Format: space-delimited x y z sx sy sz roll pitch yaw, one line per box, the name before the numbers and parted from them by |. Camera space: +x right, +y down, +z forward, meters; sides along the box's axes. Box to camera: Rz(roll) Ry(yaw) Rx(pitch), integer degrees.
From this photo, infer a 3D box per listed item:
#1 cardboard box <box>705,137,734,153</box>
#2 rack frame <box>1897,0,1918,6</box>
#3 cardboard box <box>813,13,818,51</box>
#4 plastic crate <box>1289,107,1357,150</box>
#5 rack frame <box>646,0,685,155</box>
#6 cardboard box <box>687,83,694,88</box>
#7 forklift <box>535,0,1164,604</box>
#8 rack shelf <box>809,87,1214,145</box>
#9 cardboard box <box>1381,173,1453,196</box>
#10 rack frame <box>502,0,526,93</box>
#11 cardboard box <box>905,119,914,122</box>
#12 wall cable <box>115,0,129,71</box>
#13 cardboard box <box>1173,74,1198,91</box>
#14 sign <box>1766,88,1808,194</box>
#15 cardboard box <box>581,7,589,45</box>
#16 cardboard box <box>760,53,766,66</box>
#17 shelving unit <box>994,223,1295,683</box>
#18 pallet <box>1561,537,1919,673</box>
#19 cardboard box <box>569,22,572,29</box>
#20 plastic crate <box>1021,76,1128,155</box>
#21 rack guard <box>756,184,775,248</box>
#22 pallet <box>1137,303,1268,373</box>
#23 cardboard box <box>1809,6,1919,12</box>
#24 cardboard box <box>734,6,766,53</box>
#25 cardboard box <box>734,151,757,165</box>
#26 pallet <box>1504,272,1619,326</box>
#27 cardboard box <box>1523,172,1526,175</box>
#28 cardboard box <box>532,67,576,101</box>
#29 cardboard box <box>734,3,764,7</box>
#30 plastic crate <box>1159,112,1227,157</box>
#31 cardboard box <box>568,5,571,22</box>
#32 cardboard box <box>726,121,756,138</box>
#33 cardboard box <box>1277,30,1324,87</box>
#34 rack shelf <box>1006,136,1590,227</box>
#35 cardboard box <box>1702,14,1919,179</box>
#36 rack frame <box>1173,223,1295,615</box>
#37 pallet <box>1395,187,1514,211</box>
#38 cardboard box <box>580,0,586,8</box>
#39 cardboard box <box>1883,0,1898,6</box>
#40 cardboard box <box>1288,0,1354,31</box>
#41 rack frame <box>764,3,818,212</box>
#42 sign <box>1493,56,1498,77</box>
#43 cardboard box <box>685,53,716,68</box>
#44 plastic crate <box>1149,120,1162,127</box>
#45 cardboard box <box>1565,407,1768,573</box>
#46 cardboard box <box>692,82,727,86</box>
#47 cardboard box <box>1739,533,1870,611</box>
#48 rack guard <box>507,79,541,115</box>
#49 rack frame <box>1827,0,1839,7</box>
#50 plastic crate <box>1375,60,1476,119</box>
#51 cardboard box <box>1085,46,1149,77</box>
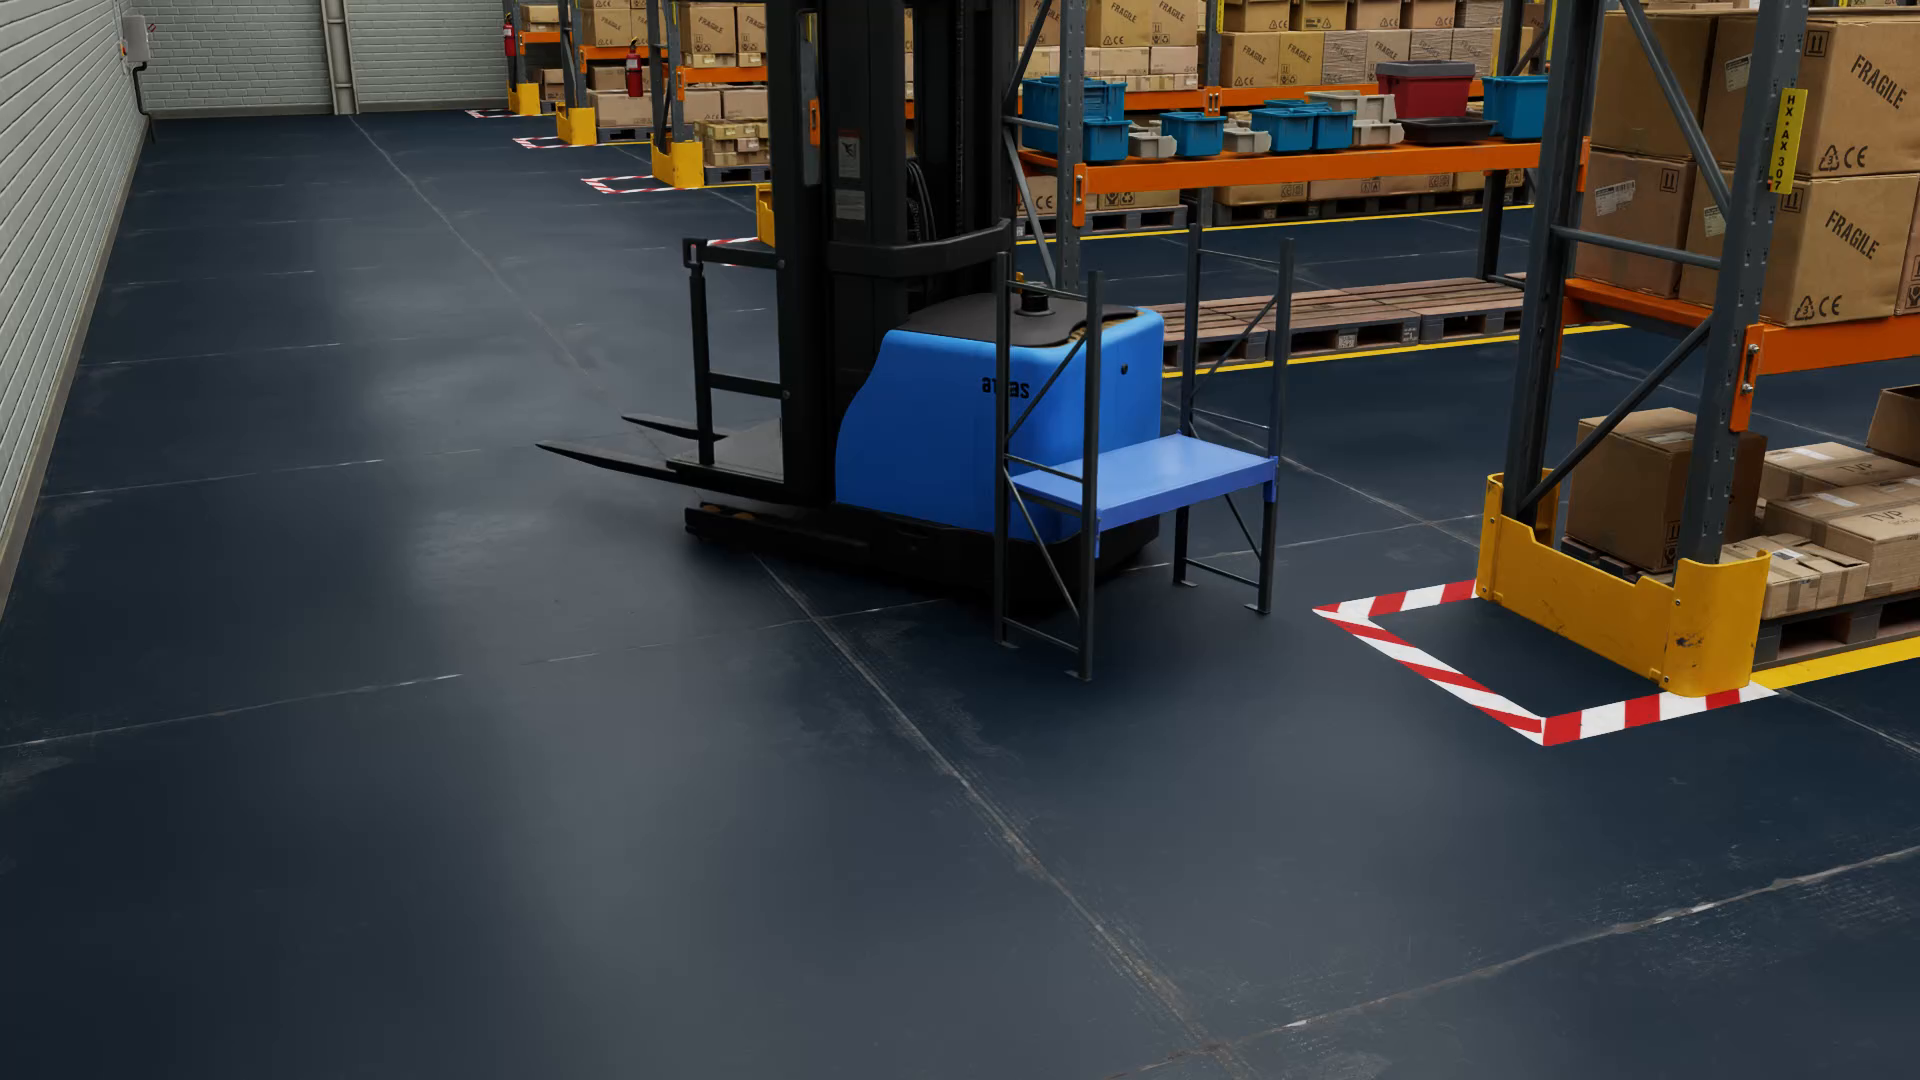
cardboard box | -2.775 -4.568 19.192 0.250 0.149 0.380 -7 21 -20
rack frame | 7.822 -3.600 13.230 0.127 3.000 1.000 -8 21 -22
cardboard box | -1.143 -4.625 14.791 0.500 0.500 0.500 -8 21 -21
plastic crate | 2.318 -2.642 10.670 0.300 0.233 0.416 -8 21 -22
rack frame | -3.358 -5.584 18.864 0.127 3.000 1.000 -8 21 -22
cardboard box | -4.806 -7.901 29.105 0.250 0.149 0.380 -8 21 -23
forklift | -0.639 -1.474 7.295 3.031 2.935 1.130 12 23 30
rack shelf | 0.350 -3.982 15.397 4.000 0.370 1.077 -8 21 -22
cardboard box | 4.396 -4.107 17.236 0.875 0.875 1.225 -8 21 -22
rack frame | -7.381 -8.593 27.411 0.127 3.000 1.000 -8 21 -22
cardboard box | -0.094 -3.482 15.462 0.875 0.875 0.875 -8 21 -22
wall cable | -11.152 -7.241 22.042 0.122 1.984 0.588 -8 21 -22
cardboard box | 2.037 -4.326 15.669 0.250 0.149 0.380 -8 21 -22
sign | 2.650 -1.279 5.336 0.005 0.325 0.100 -8 21 -22
cardboard box | -5.073 -7.271 23.506 0.500 0.500 0.500 -8 21 -22
cardboard box | -2.261 -5.549 19.144 0.250 0.149 0.380 -7 21 -19
shelving unit | 0.690 -0.363 6.295 1.048 1.500 0.538 -16 25 -38
pallet | 3.236 0.164 6.740 1.213 0.211 1.003 -8 21 -22
cardboard box | -6.528 -8.527 27.601 0.250 0.149 0.380 -8 21 -23
plastic crate | 0.709 -2.694 10.512 0.499 0.435 0.616 -8 21 -22
rack guard | -1.508 -2.876 14.937 0.348 0.500 1.175 -8 21 -22
pallet | 1.248 -1.329 10.978 1.213 0.211 1.003 -8 21 -22
cardboard box | 3.672 -1.834 6.558 0.500 0.500 0.500 -8 21 -20
cardboard box | -2.355 -5.824 18.948 0.500 0.500 0.500 -8 21 -22
cardboard box | -2.542 -4.468 19.355 0.250 0.149 0.380 -8 21 -22
pallet | 4.874 -1.847 12.451 1.213 0.211 1.003 -8 21 -22
cardboard box | 6.467 -4.233 18.129 0.500 0.500 0.700 -9 21 -25
cardboard box | -6.782 -7.665 27.902 0.637 0.503 0.797 -9 21 -24
cardboard box | -2.380 -6.289 18.764 0.500 0.500 0.500 -8 21 -20
plastic crate | 1.437 -2.516 10.312 0.300 0.233 0.416 -8 21 -22
cardboard box | -6.395 -8.707 27.511 0.500 0.250 0.500 -8 21 -21
cardboard box | -2.537 -4.756 19.278 0.250 0.149 0.380 -8 21 -21
cardboard box | 3.169 -4.682 16.152 0.500 0.500 0.500 -8 21 -22
rack shelf | 2.312 -2.471 11.108 4.000 0.370 1.077 -8 21 -22
cardboard box | 2.946 -1.533 5.704 0.500 0.500 0.500 -7 21 -20
rack frame | 1.075 -0.473 6.608 0.032 1.500 0.500 -16 25 -38
pallet | 5.106 -3.714 17.753 1.213 0.211 1.003 -8 21 -22
cardboard box | -5.063 -7.735 23.317 0.500 0.500 0.500 -7 21 -20
cardboard box | 10.505 -6.344 18.918 0.500 0.500 0.500 -8 21 -22
cardboard box | 3.405 -5.278 16.334 0.637 0.503 0.797 -8 21 -21
rack frame | -1.486 -4.058 14.530 0.127 3.000 1.000 -8 21 -22
sign | 3.933 -3.372 12.166 0.005 0.325 0.100 -8 21 -22
cardboard box | -2.931 -5.408 18.743 0.250 0.149 0.380 -8 21 -22
plastic crate | 1.425 -2.648 10.832 0.243 0.136 0.396 -8 21 -22
cardboard box | 2.836 -0.212 6.708 0.500 0.500 0.500 -8 21 -22
cardboard box | -4.408 -8.034 29.240 0.500 0.311 0.500 -7 21 -20
cardboard box | 3.185 0.109 6.299 0.250 0.166 0.380 -8 21 -22
rack guard | -7.311 -7.424 27.855 0.348 0.500 1.175 -8 21 -22
rack frame | 9.532 -5.637 19.014 0.127 3.000 1.000 -8 21 -22
plastic crate | 3.230 -3.091 11.598 0.583 0.464 0.402 -8 21 -22
cardboard box | 1.411 -4.447 15.413 0.500 0.250 0.500 -7 21 -20
